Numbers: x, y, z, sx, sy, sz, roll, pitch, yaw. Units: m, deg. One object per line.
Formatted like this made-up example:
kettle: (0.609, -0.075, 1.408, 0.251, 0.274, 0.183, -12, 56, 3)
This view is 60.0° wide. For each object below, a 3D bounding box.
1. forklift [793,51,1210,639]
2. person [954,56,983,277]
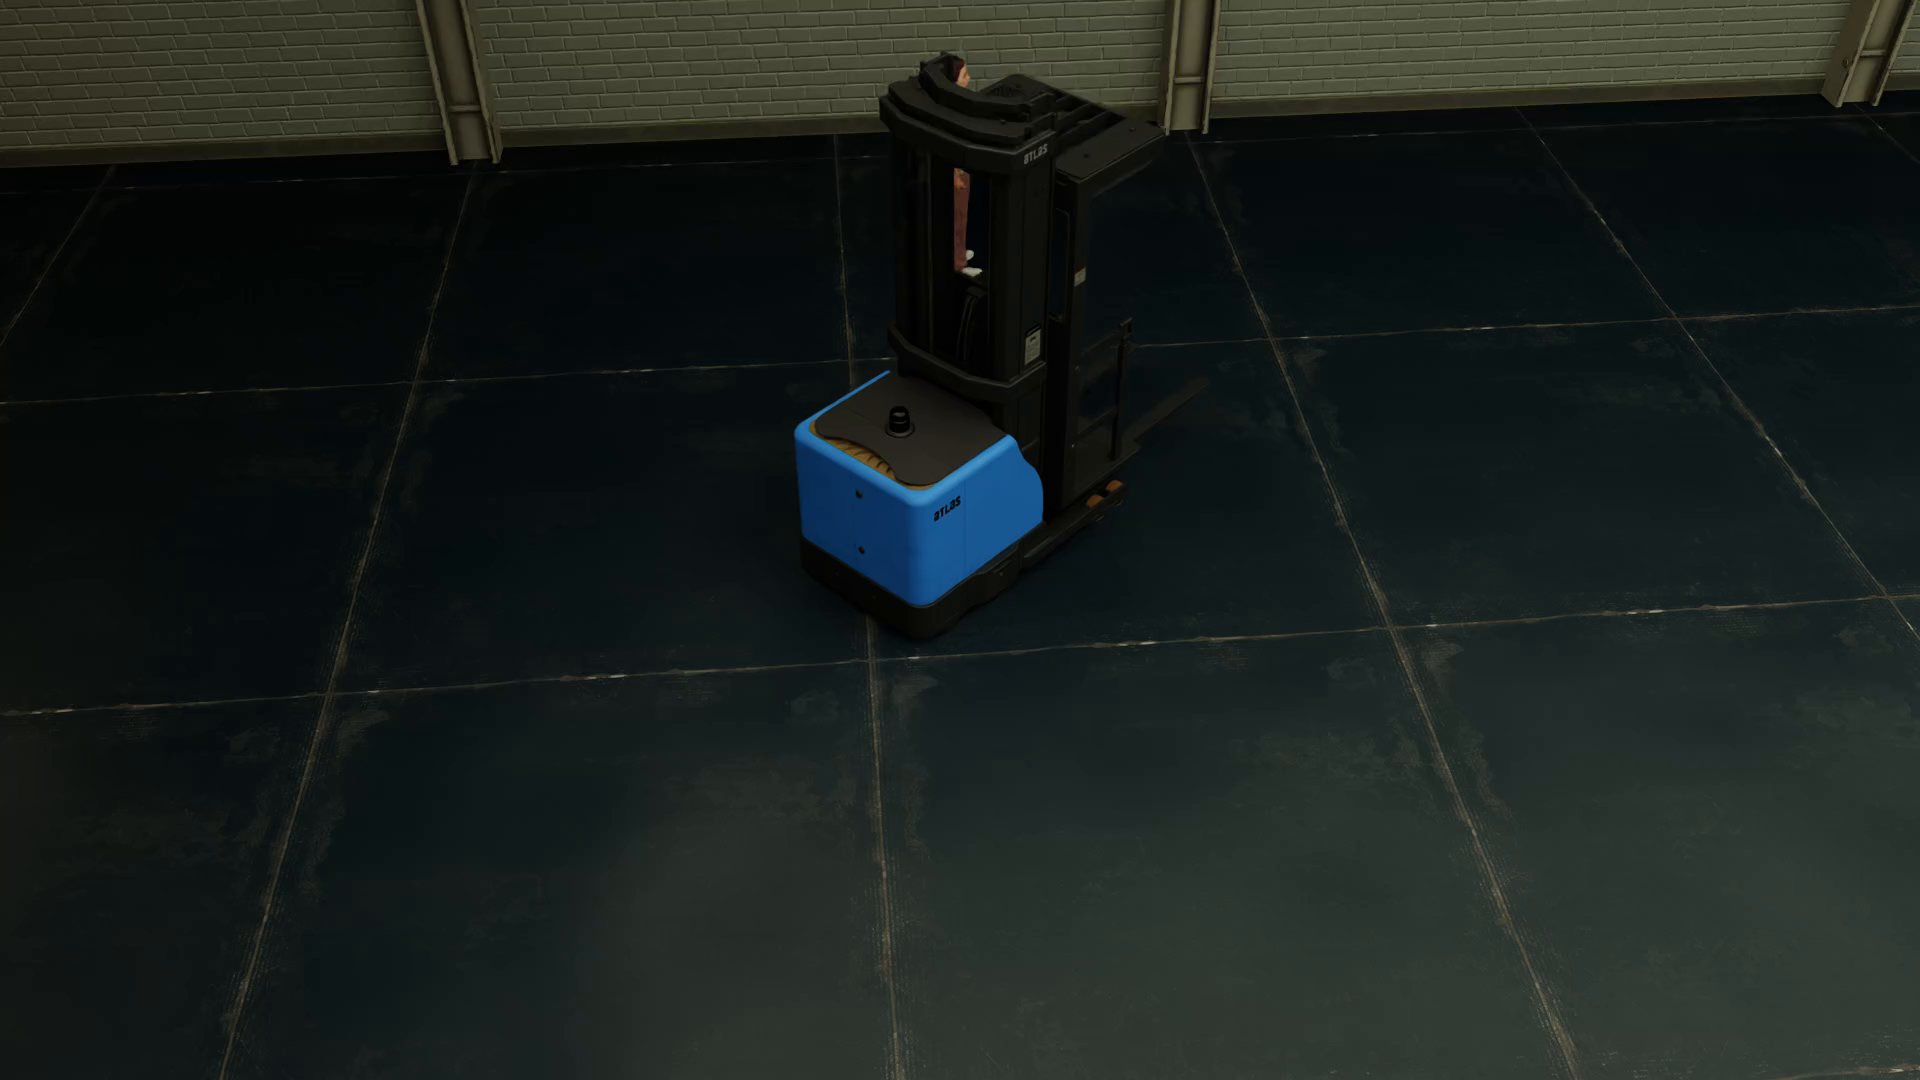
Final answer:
forklift: (0.411, -1.429, 9.609, 1.130, 2.935, 3.031, 30, 49, 31)
person: (-0.034, -2.712, 12.077, 0.369, 1.673, 0.436, -7, 41, -8)
